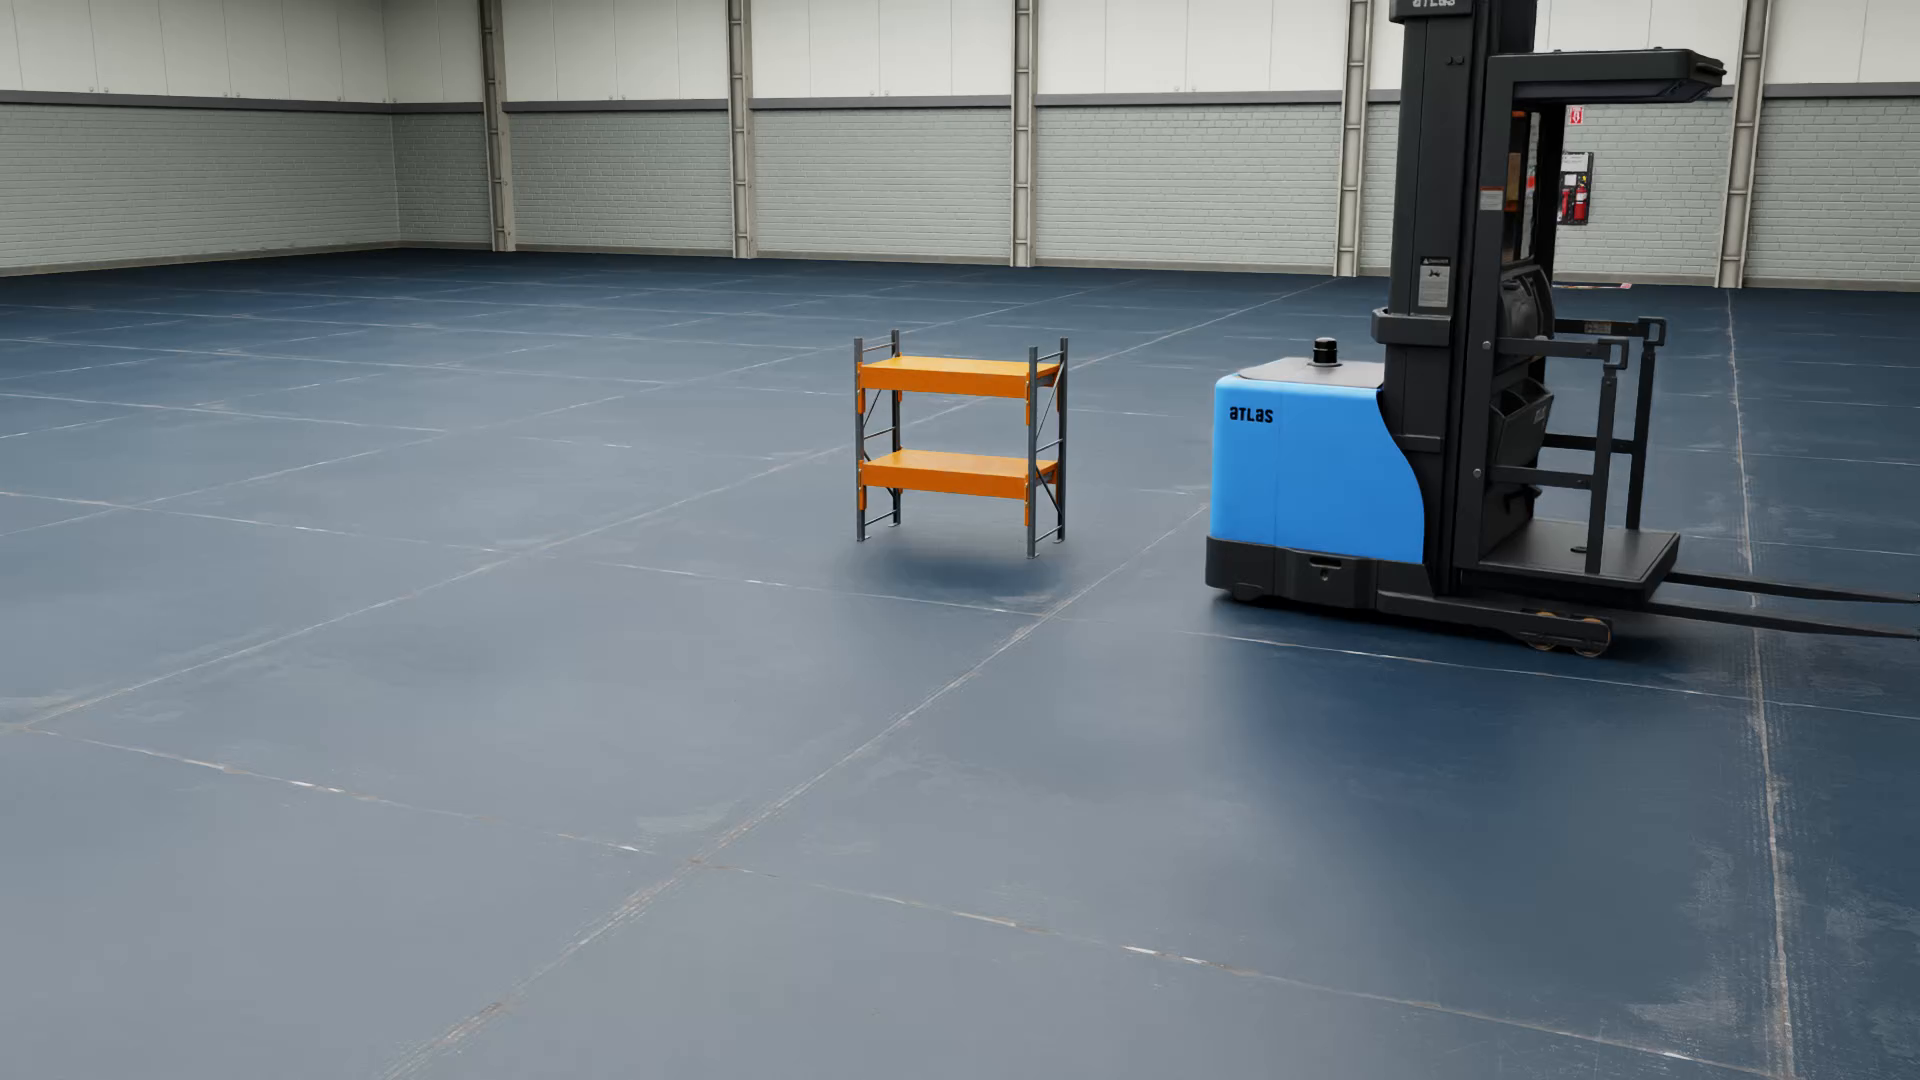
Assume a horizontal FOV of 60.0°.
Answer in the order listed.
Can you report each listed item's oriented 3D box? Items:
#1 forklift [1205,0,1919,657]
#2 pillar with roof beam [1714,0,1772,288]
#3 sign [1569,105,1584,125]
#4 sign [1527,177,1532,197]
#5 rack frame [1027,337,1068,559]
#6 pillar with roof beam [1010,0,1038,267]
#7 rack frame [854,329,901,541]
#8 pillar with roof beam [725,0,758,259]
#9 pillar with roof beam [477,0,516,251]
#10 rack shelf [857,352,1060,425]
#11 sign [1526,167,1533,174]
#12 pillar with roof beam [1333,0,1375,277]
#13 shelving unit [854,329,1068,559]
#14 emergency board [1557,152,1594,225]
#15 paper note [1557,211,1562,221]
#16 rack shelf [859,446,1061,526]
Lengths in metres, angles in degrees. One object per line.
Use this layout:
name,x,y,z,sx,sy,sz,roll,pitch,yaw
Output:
forklift,2.716,-1.064,7.373,3.031,2.935,1.130,8,15,30
pillar with roof beam,10.403,-7.483,21.445,0.400,9.000,9.100,6,14,23
sign,9.935,-6.848,26.798,0.199,0.298,0.001,6,14,23
sign,9.439,-5.788,27.277,0.234,0.329,0.001,6,14,23
rack frame,0.471,-0.500,8.923,0.032,1.125,0.500,6,14,23
pillar with roof beam,-0.569,-8.593,26.177,0.400,9.000,9.100,6,14,23
rack frame,-0.459,-0.594,9.324,0.032,1.125,0.500,6,14,23
pillar with roof beam,-6.055,-9.148,28.543,0.400,9.000,9.100,6,14,23
pillar with roof beam,-11.541,-9.703,30.909,0.400,9.000,9.100,6,14,23
rack shelf,0.006,-0.832,9.057,1.000,0.278,0.538,6,14,23
sign,9.439,-6.044,27.207,0.331,0.109,0.001,6,14,23
pillar with roof beam,4.917,-8.038,23.811,0.400,9.000,9.100,6,14,23
shelving unit,0.006,-0.547,9.124,1.048,1.125,0.538,6,14,23
emergency board,9.902,-5.698,26.971,0.643,1.169,0.194,6,14,23
paper note,9.768,-5.300,27.203,0.142,0.148,0.016,6,14,23
rack shelf,0.006,-0.309,9.180,1.000,0.278,0.538,6,14,23
